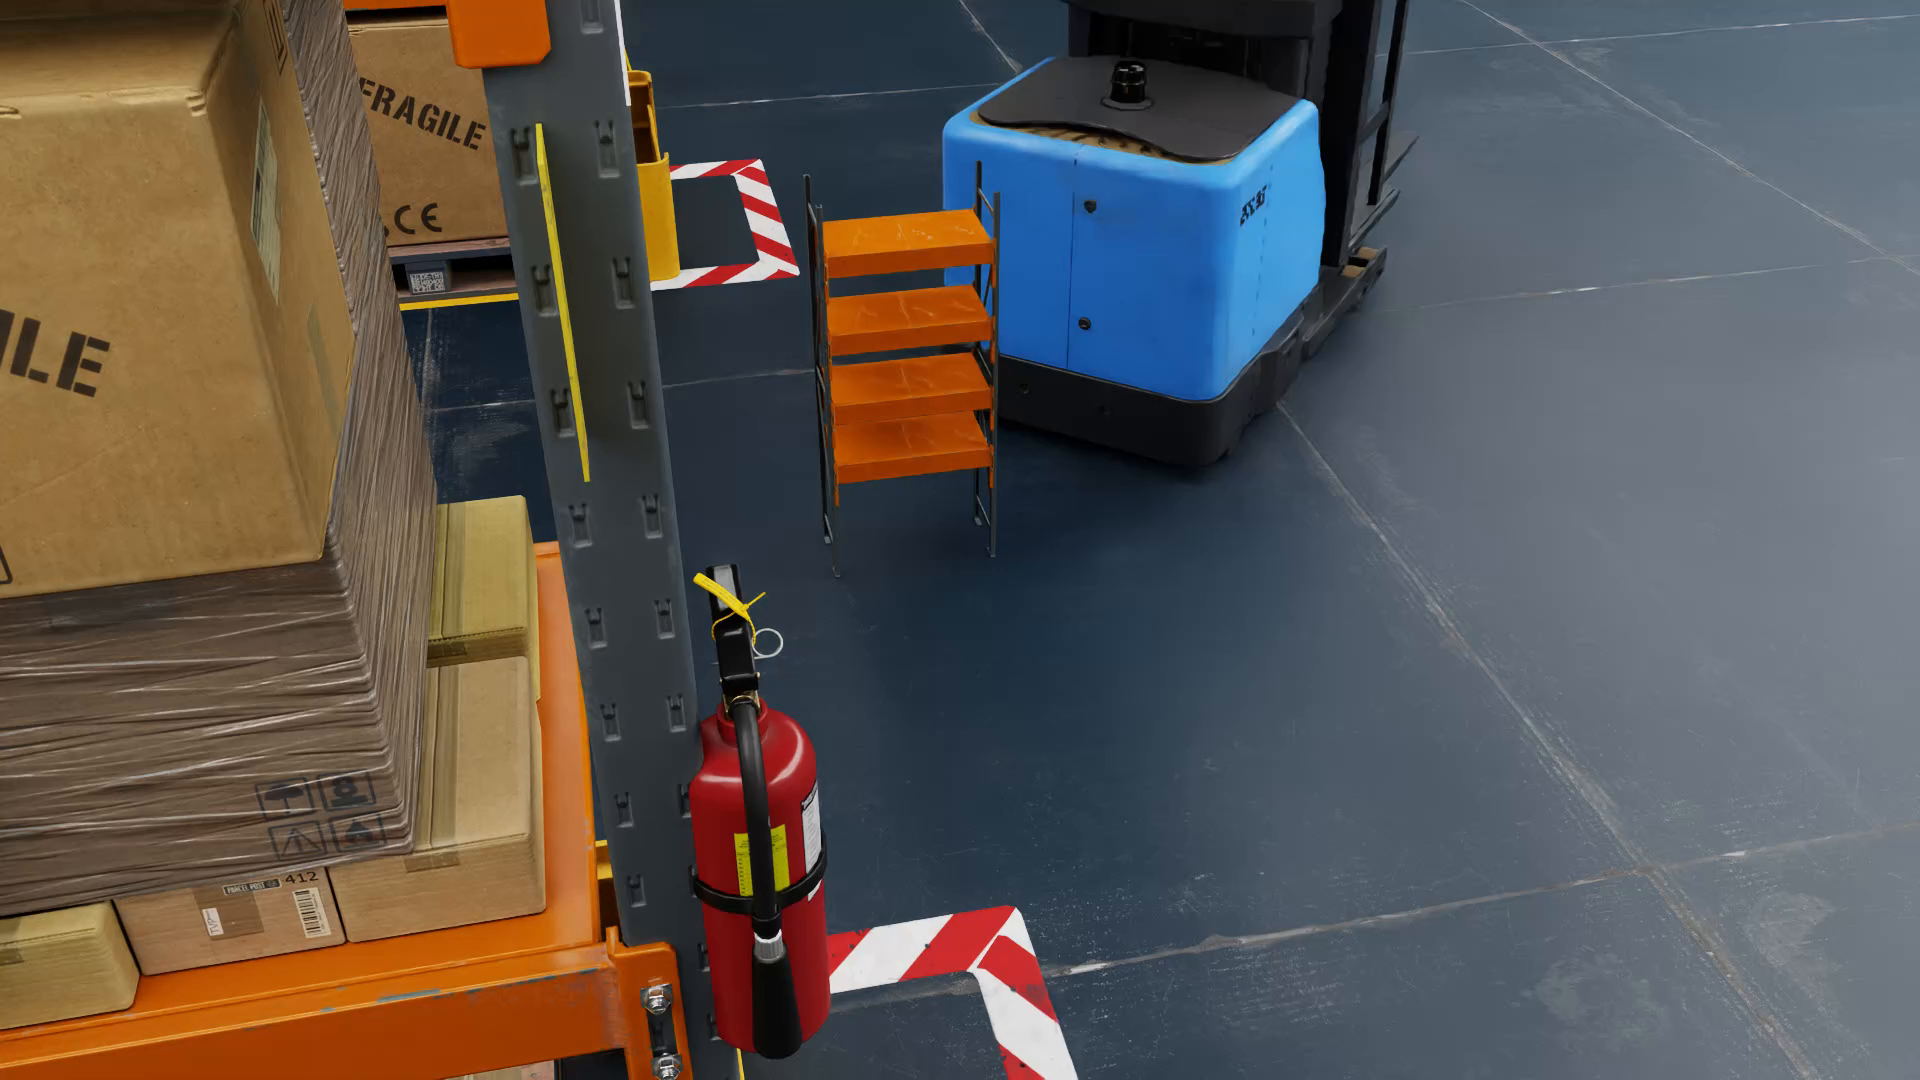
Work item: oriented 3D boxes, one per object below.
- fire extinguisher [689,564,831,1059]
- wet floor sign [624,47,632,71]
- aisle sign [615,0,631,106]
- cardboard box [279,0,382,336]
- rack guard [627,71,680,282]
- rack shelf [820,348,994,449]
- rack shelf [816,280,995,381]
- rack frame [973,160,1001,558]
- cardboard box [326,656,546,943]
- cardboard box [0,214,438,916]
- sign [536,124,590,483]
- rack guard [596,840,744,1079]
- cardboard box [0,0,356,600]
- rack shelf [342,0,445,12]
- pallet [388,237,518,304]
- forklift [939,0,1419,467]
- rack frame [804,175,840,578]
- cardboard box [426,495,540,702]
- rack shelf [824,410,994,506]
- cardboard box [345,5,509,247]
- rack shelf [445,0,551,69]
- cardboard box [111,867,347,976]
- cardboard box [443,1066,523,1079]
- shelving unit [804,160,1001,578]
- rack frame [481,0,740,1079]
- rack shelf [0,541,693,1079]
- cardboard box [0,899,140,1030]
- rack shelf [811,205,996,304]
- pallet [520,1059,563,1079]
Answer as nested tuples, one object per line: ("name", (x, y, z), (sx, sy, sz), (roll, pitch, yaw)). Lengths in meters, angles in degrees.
("fire extinguisher", (-0.261, 0.360, 2.091), (0.183, 0.674, 0.296), (-7, 35, -11))
("wet floor sign", (-1.878, -2.719, 8.722), (0.232, 0.644, 0.267), (-13, 36, -19))
("aisle sign", (-0.347, -0.832, 1.466), (0.004, 0.787, 0.394), (-7, 35, -11))
("cardboard box", (-1.070, -0.569, 2.152), (0.500, 0.500, 0.500), (-7, 35, -11))
("rack guard", (-1.446, -1.582, 7.158), (0.348, 0.500, 1.175), (-7, 35, -11))
("rack shelf", (-0.161, -0.422, 4.923), (0.480, 0.148, 0.258), (-7, 35, -11))
("rack shelf", (-0.161, -0.608, 4.798), (0.480, 0.148, 0.258), (-7, 35, -11))
("rack frame", (0.077, -0.508, 4.930), (0.015, 1.200, 0.240), (-7, 35, -11))
("cardboard box", (-0.706, 0.343, 2.272), (0.250, 0.149, 0.380), (-7, 35, -11))
("cardboard box", (-1.016, -0.021, 2.232), (0.500, 0.500, 0.875), (-7, 35, -11))
("sign", (-0.371, -0.216, 1.558), (0.005, 0.325, 0.100), (-7, 35, -11))
("rack guard", (-0.548, 1.139, 3.104), (0.348, 0.500, 1.175), (-7, 35, -11))
("cardboard box", (-0.956, -0.287, 1.731), (0.500, 0.500, 0.500), (-7, 35, -11))
("rack shelf", (-3.420, -2.072, 6.291), (4.000, 0.370, 1.077), (-7, 35, -11))
("pallet", (-2.232, -1.318, 7.024), (1.213, 0.211, 1.003), (-7, 35, -11))
("forklift", (1.080, -2.257, 5.982), (1.130, 2.935, 3.031), (17, 37, 24))
("rack frame", (-0.399, -0.448, 4.841), (0.015, 1.200, 0.240), (-7, 35, -11))
("cardboard box", (-0.805, 0.101, 2.633), (0.250, 0.149, 0.380), (-7, 35, -11))
("rack shelf", (-0.161, -0.257, 5.033), (0.480, 0.148, 0.258), (-7, 35, -11))
("cardboard box", (-2.116, -1.789, 6.755), (0.875, 0.875, 0.875), (-7, 34, -10))
("rack shelf", (-2.425, -0.609, 1.420), (4.000, 0.370, 1.077), (-7, 35, -11))
("cardboard box", (-0.950, 0.373, 2.227), (0.250, 0.149, 0.380), (-7, 35, -11))
("cardboard box", (-1.087, 1.023, 2.900), (0.500, 0.500, 0.500), (-1, 34, -2))
("shelving unit", (-0.161, -0.478, 4.885), (0.503, 1.200, 0.258), (-7, 35, -11))
("rack frame", (-0.474, 0.092, 2.422), (0.127, 3.000, 1.000), (-7, 35, -11))
("rack shelf", (-2.425, 0.636, 2.256), (4.000, 0.370, 1.077), (-7, 35, -11))
("cardboard box", (-1.183, 0.432, 2.139), (0.250, 0.149, 0.380), (-7, 35, -11))
("rack shelf", (-0.161, -0.804, 4.666), (0.480, 0.148, 0.258), (-7, 35, -11))
("pallet", (-1.348, 1.339, 3.065), (1.213, 0.211, 1.003), (-7, 35, -11))
